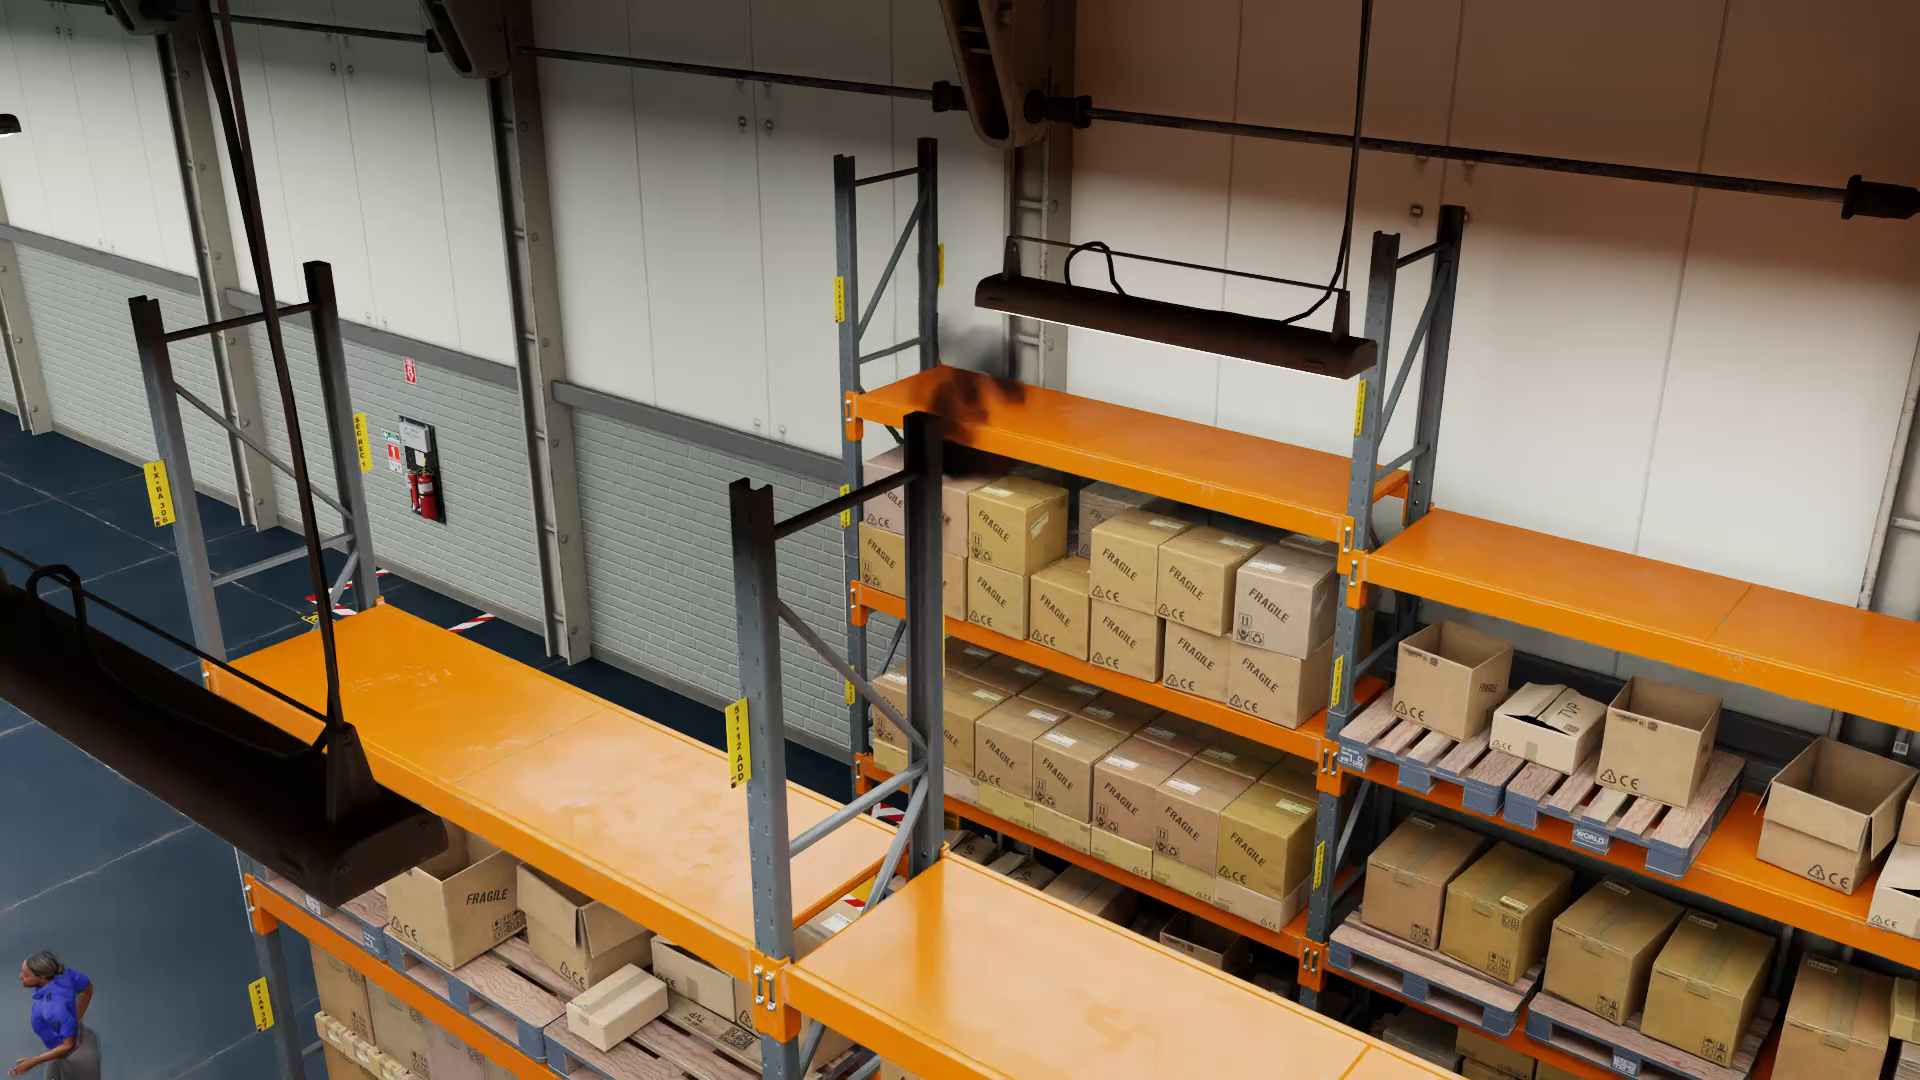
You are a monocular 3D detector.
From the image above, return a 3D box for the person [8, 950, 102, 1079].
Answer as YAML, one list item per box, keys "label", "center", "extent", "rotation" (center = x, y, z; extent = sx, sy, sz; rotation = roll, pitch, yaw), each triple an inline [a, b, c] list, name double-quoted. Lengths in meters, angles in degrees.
- label: "person"
  center: [-5.603, 3.291, 10.676]
  extent: [0.850, 1.635, 0.557]
  rotation: [-11, 25, -24]
